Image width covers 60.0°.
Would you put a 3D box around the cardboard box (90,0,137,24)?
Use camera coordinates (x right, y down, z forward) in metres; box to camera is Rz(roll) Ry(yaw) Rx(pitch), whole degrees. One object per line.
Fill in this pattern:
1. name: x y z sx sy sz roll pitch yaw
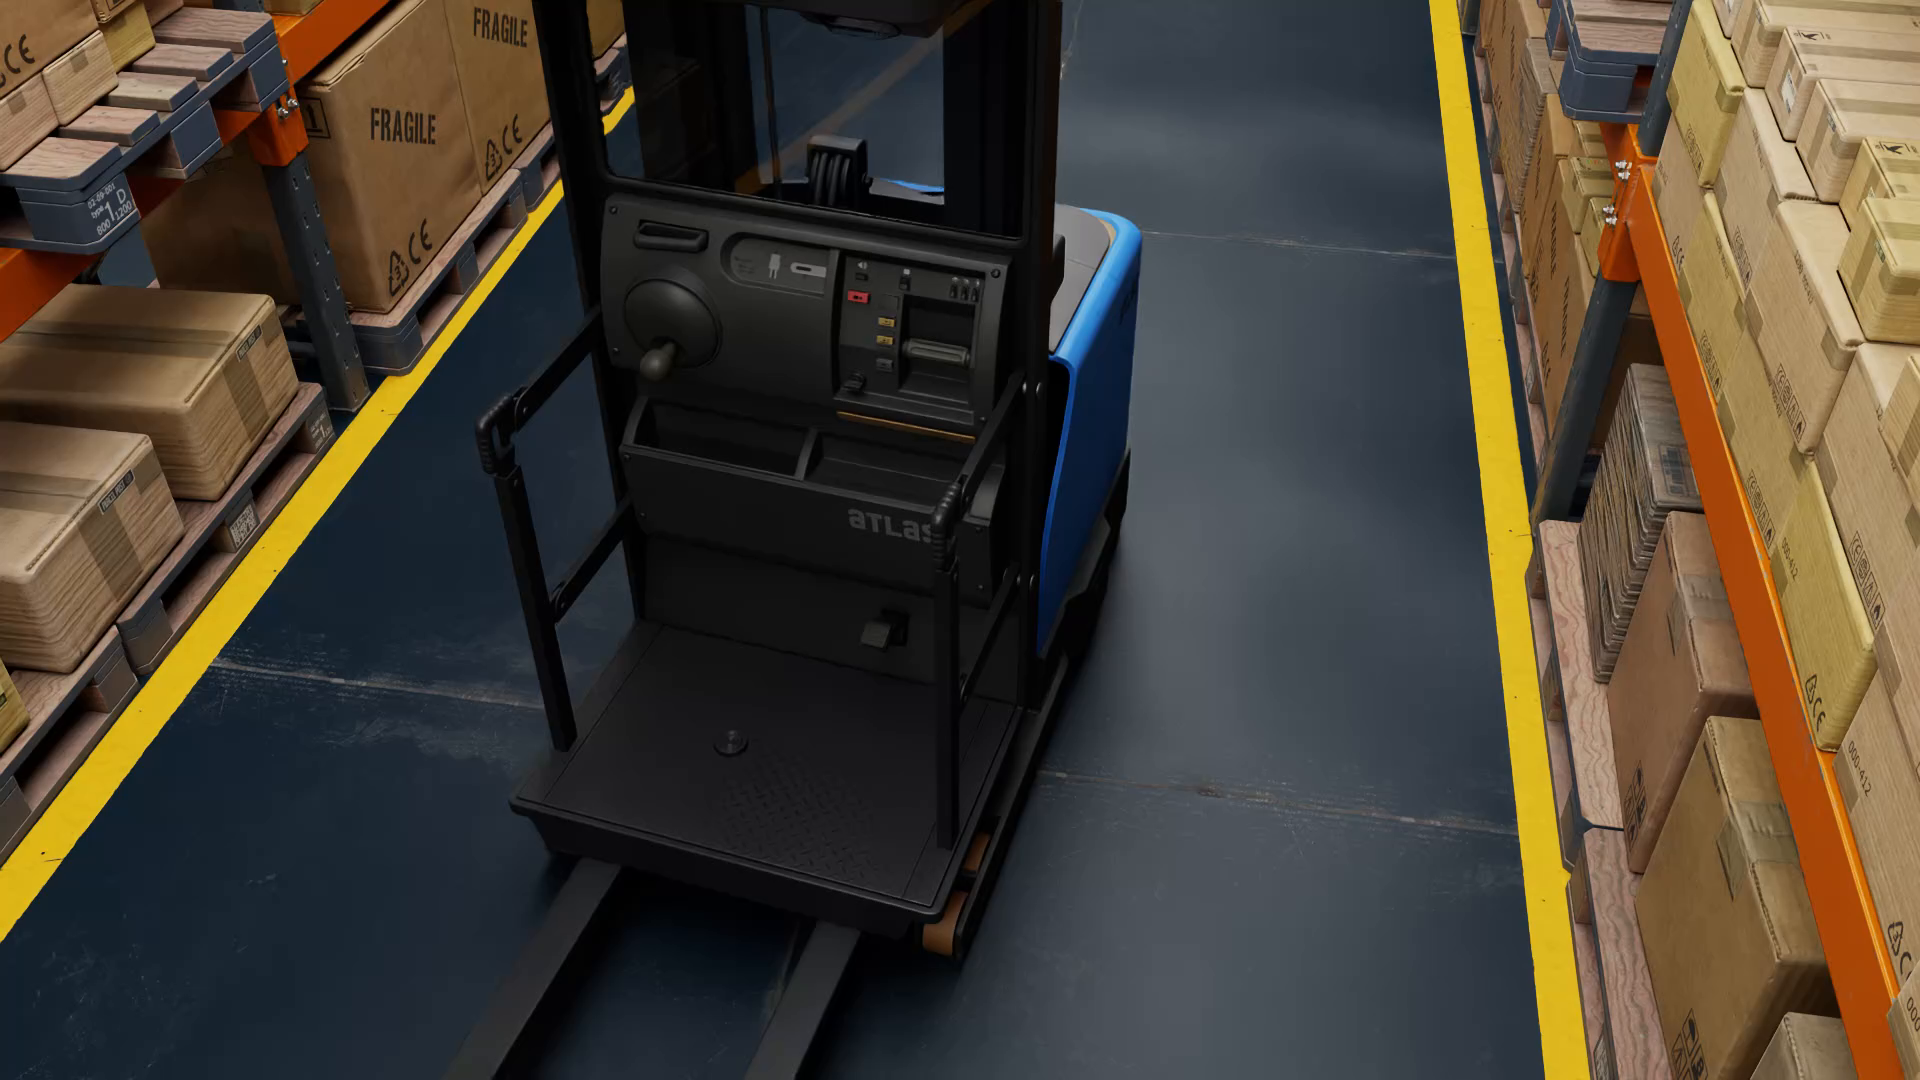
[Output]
1. cardboard box: -2.384 -1.683 4.290 0.500 0.500 0.500 5 40 6

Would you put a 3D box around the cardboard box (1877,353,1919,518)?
1. cardboard box: 1.620 -0.136 2.473 0.380 0.149 0.250 5 40 6

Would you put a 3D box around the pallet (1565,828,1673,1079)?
1. pallet: 1.916 1.212 3.619 1.003 0.211 1.213 6 40 8

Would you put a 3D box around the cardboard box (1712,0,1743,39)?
1. cardboard box: 1.965 -1.260 3.832 0.380 0.149 0.250 8 40 9

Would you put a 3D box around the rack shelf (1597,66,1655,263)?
1. rack shelf: 2.656 -2.117 6.021 1.077 0.370 4.000 6 40 8

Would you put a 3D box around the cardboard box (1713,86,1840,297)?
1. cardboard box: 1.905 -0.708 3.478 0.500 0.250 0.500 8 40 9

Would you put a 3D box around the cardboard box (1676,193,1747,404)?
1. cardboard box: 1.901 -0.514 3.636 0.500 0.250 0.500 6 40 7

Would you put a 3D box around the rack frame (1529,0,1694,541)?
1. rack frame: 2.310 -1.139 4.273 1.000 3.000 0.127 6 40 8

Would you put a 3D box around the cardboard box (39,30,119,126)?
1. cardboard box: -2.379 -1.178 4.188 0.380 0.149 0.250 6 40 7

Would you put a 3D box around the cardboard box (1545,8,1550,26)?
1. cardboard box: 2.514 -2.075 6.529 0.380 0.149 0.250 8 40 9

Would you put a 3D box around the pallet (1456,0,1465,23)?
1. pallet: 3.122 -3.005 8.719 1.003 0.211 1.213 6 40 8

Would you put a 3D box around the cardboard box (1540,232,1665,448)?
1. cardboard box: 2.171 -0.626 5.286 0.500 0.500 0.500 7 40 9

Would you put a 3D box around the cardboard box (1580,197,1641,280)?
1. cardboard box: 2.146 -0.925 5.138 0.380 0.149 0.250 5 40 5

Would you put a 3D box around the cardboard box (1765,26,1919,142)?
1. cardboard box: 1.901 -0.928 3.431 0.380 0.149 0.250 7 40 9

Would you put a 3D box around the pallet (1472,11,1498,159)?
1. pallet: 2.899 -2.060 7.576 1.003 0.211 1.213 6 40 8

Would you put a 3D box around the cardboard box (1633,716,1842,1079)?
1. cardboard box: 1.967 0.838 3.416 0.875 0.625 0.625 5 40 6

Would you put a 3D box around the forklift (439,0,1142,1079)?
1. forklift: -0.416 -0.416 3.453 1.130 2.935 3.031 12 41 14

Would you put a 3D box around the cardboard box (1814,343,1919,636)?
1. cardboard box: 1.733 -0.058 2.692 0.500 0.250 0.500 7 40 8

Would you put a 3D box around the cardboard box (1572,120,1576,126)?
1. cardboard box: 2.385 -1.577 5.927 0.380 0.149 0.250 6 40 7

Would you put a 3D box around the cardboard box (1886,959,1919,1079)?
1. cardboard box: 1.529 0.768 2.085 0.500 0.250 0.500 6 40 7

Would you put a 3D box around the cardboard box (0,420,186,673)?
1. cardboard box: -2.807 -0.015 4.647 0.950 0.372 0.625 6 40 7

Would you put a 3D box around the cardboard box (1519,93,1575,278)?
1. cardboard box: 2.356 -1.268 6.062 0.500 0.500 0.500 8 40 10

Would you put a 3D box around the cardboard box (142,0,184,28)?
1. cardboard box: -2.404 -1.517 4.598 0.380 0.149 0.250 8 40 9

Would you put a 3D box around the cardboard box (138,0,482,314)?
1. cardboard box: -2.378 -1.451 5.989 0.875 0.875 0.875 6 40 7

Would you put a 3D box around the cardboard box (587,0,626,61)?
1. cardboard box: -2.064 -2.571 7.344 0.875 0.875 0.875 7 40 9

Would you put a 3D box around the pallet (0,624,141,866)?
1. pallet: -2.930 0.645 4.305 1.003 0.211 1.213 6 40 8

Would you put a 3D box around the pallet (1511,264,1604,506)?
1. pallet: 2.476 -0.528 5.724 1.003 0.211 1.213 6 40 8

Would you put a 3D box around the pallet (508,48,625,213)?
1. pallet: -2.155 -1.859 7.333 1.003 0.211 1.213 6 40 8

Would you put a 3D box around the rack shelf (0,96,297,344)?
1. rack shelf: -2.926 -0.151 3.644 1.077 0.370 4.000 6 40 8

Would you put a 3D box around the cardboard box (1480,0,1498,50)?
1. cardboard box: 2.697 -2.569 7.635 0.500 0.500 0.500 8 40 10

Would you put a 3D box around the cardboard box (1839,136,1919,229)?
1. cardboard box: 1.854 -0.602 3.036 0.380 0.149 0.250 7 40 8

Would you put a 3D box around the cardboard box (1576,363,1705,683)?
1. cardboard box: 2.189 0.005 4.425 0.875 0.625 0.625 8 40 9

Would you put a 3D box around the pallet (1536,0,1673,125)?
1. pallet: 2.358 -1.498 4.858 1.213 0.211 1.003 6 40 8

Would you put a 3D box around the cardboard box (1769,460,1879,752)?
1. cardboard box: 1.727 0.135 2.850 0.500 0.250 0.500 8 40 9

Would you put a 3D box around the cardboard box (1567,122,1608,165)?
1. cardboard box: 2.252 -1.260 5.543 0.380 0.149 0.250 5 40 6

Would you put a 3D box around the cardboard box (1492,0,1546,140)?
1. cardboard box: 2.524 -1.921 6.851 0.500 0.500 0.500 5 40 6
